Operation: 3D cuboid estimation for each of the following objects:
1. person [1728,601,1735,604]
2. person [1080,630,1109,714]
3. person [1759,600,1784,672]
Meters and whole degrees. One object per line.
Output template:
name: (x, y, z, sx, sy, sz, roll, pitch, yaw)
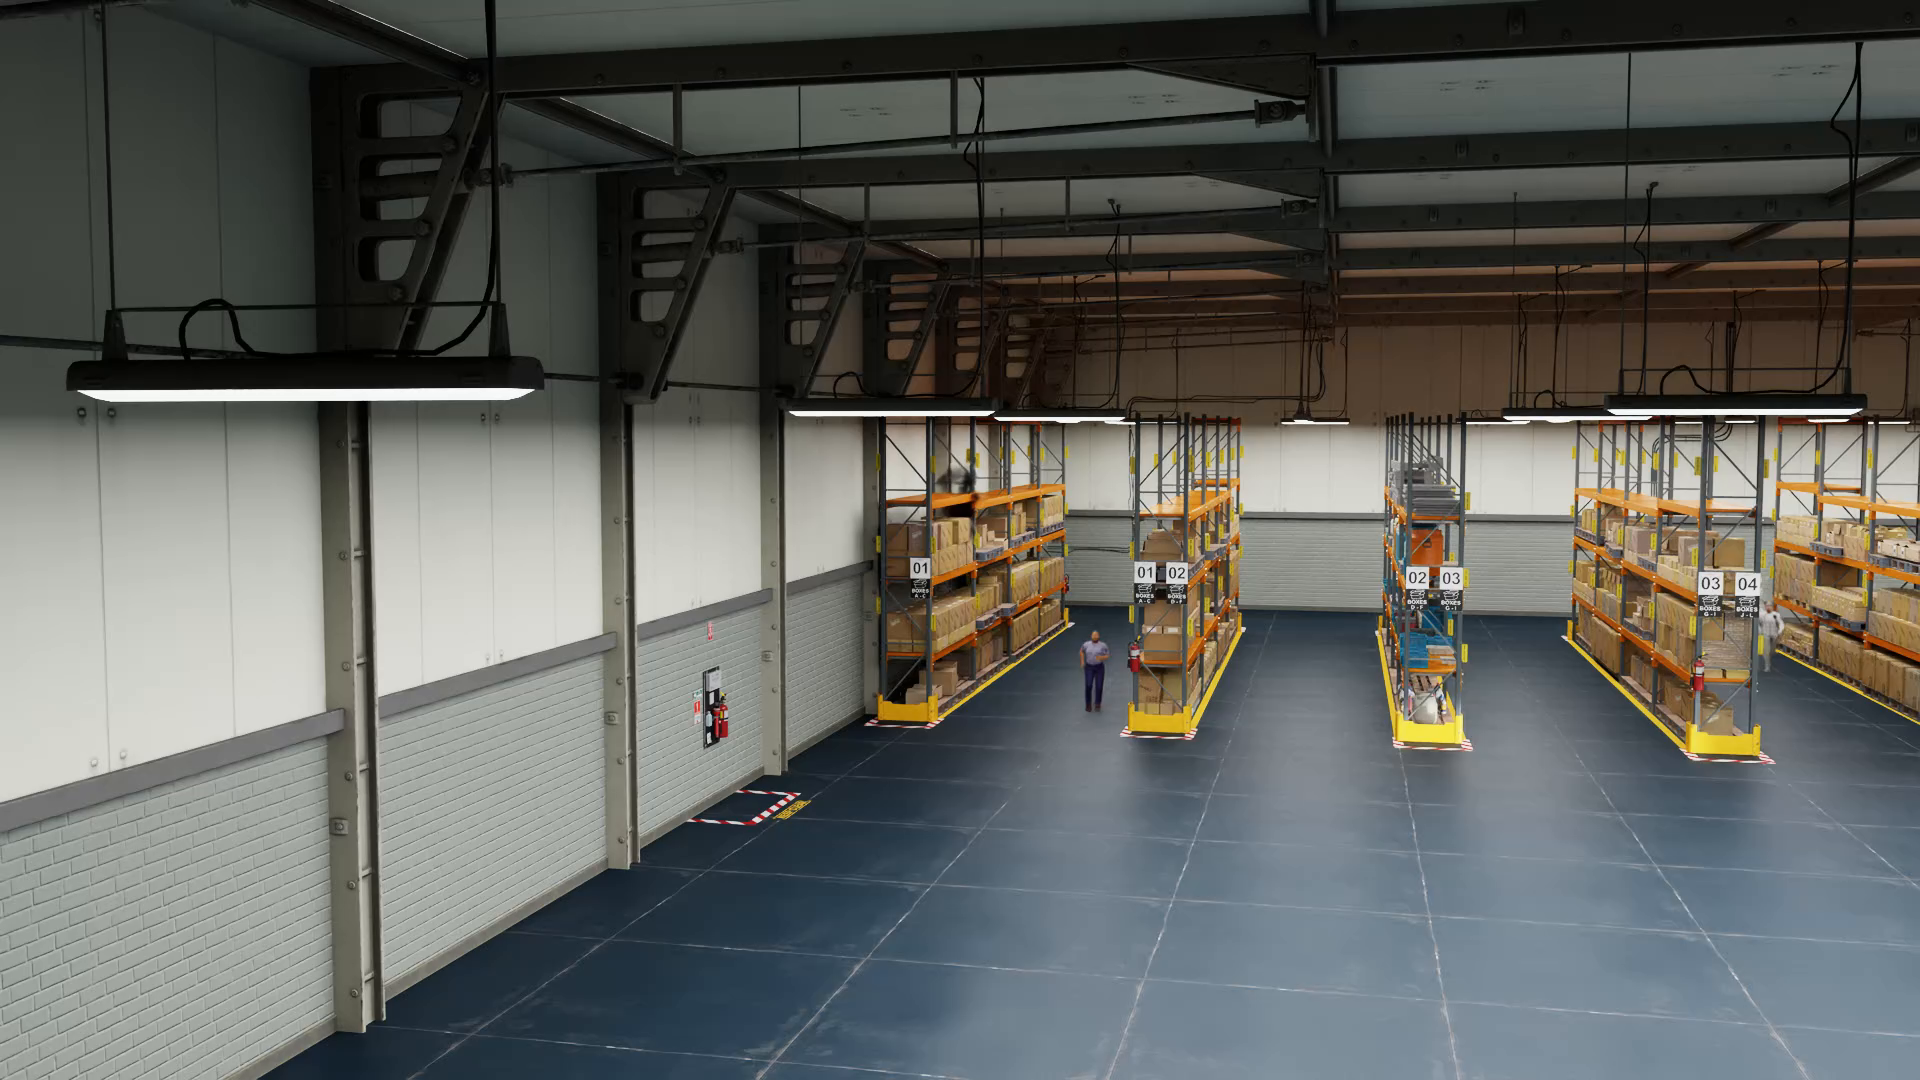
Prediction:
person: (20.536, 1.869, 44.541, 0.750, 1.757, 0.803, -2, 4, -30)
person: (2.706, 2.659, 33.456, 0.576, 1.677, 0.720, 0, 4, 3)
person: (19.087, 2.246, 39.221, 0.618, 1.694, 0.658, 1, 4, 21)
